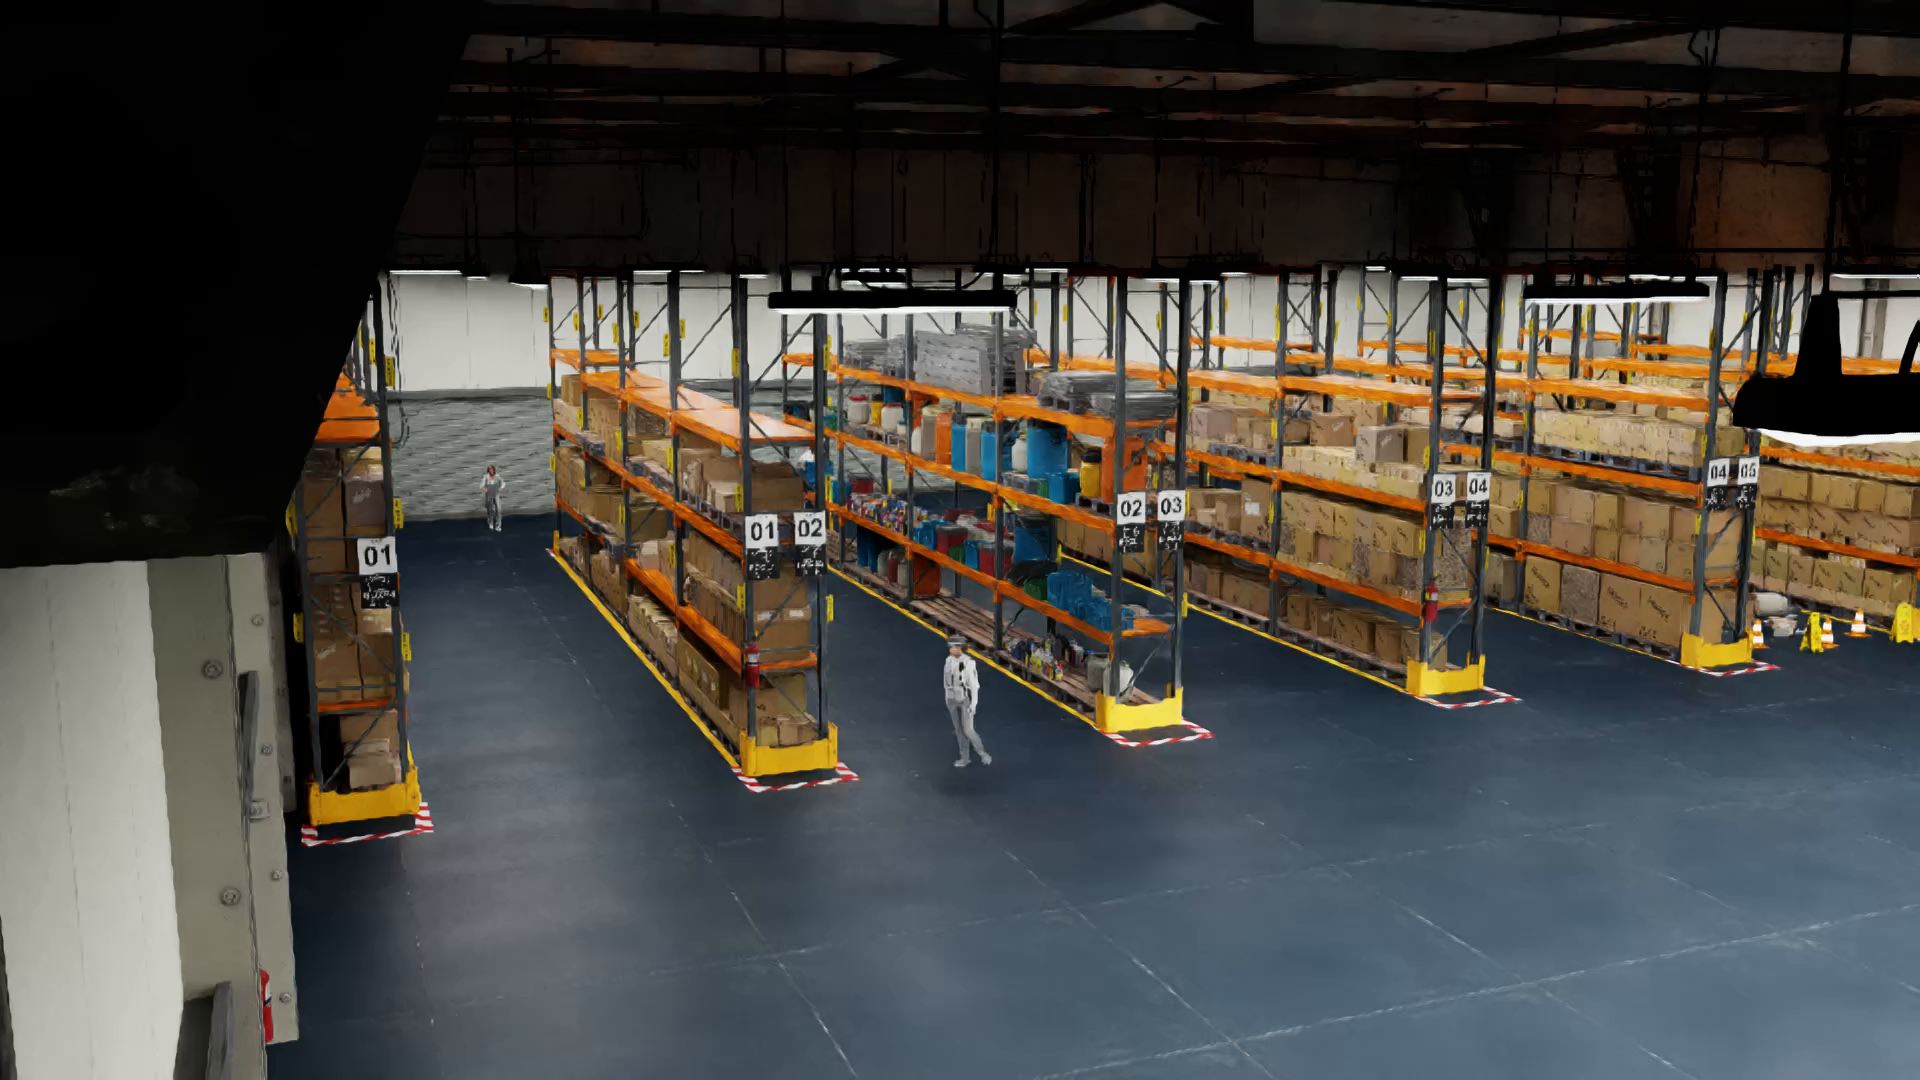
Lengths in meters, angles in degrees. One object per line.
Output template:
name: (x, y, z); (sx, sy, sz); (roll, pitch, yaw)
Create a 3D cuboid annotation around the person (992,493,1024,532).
person: (1.032, -0.628, 35.348); (0.719, 1.714, 0.578); (-4, 11, -22)

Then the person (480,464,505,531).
person: (-10.649, -0.990, 37.901); (0.562, 1.530, 0.815); (-3, 10, -16)

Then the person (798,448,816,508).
person: (-3.649, -1.622, 41.021); (0.682, 1.715, 0.542); (-4, 11, -24)

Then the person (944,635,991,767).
person: (0.067, 1.980, 20.463); (0.630, 1.659, 0.450); (7, 12, 35)
